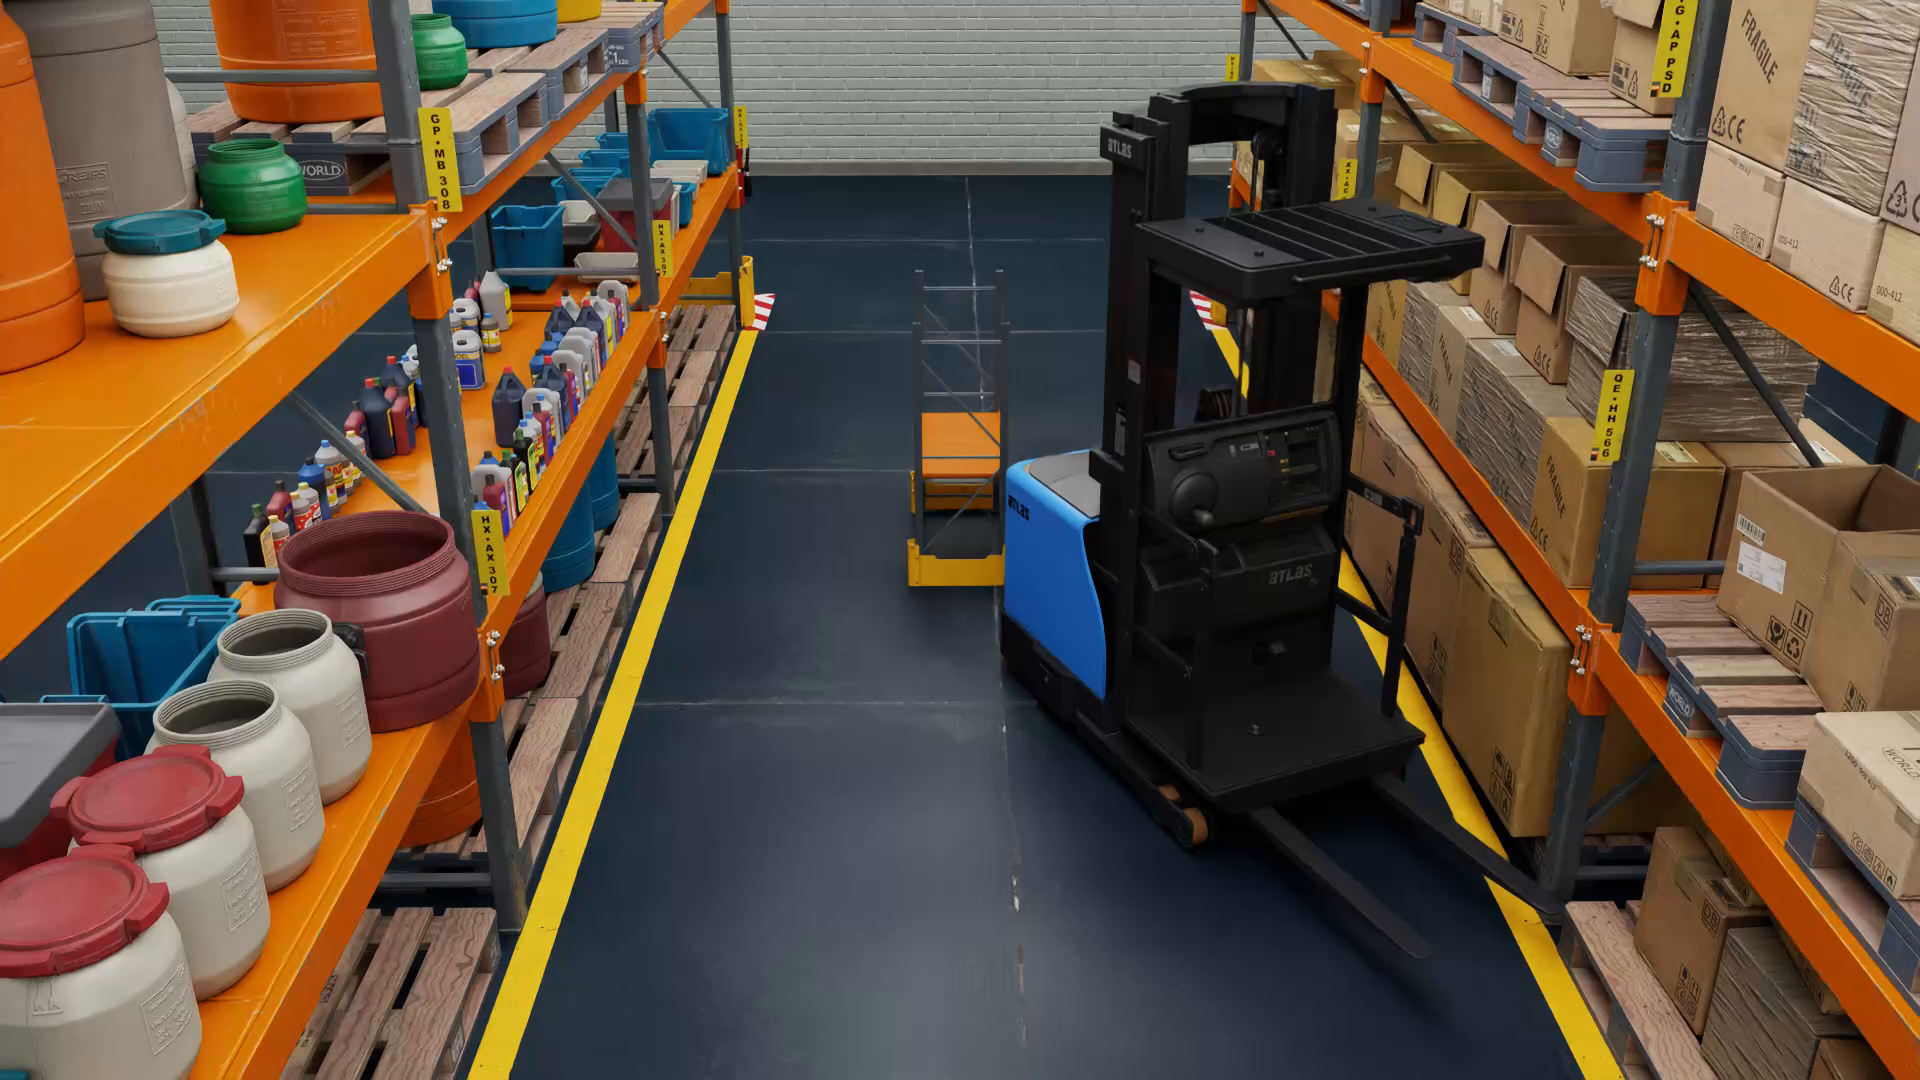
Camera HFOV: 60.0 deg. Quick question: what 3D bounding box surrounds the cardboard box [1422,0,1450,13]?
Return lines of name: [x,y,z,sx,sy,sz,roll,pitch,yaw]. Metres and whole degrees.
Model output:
cardboard box: [2.736,-2.909,8.270,0.700,0.500,0.500,0,24,1]

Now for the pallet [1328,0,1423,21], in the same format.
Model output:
pallet: [2.721,-3.207,9.670,1.003,0.211,1.213,0,24,-1]

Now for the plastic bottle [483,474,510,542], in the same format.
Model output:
plastic bottle: [-1.829,-0.136,6.552,0.061,0.283,0.133,0,24,-1]

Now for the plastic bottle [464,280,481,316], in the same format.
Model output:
plastic bottle: [-2.654,-1.261,9.039,0.061,0.283,0.133,0,24,-1]

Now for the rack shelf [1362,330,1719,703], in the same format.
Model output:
rack shelf: [2.742,-0.392,7.850,1.077,0.370,4.000,0,24,-1]

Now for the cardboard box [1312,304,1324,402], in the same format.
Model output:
cardboard box: [2.783,-1.410,11.297,0.875,0.875,0.875,0,24,-1]

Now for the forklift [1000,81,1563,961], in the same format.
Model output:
forklift: [1.290,-0.263,6.774,1.130,2.935,3.031,-11,27,-23]

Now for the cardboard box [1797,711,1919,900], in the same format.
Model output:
cardboard box: [2.552,0.673,4.295,0.500,0.250,0.500,-1,24,-2]

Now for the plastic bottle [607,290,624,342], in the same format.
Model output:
plastic bottle: [-1.857,-1.213,8.933,0.061,0.283,0.133,0,24,-1]

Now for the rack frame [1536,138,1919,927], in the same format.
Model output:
rack frame: [2.763,0.104,5.880,1.000,3.000,0.127,0,24,-1]

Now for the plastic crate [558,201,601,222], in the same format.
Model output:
plastic crate: [-2.552,-2.145,11.100,0.293,0.136,0.466,0,24,-1]

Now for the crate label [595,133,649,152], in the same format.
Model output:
crate label: [-2.603,-3.018,12.913,0.416,0.233,0.303,0,24,-1]

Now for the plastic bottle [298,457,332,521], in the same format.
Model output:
plastic bottle: [-2.608,-0.203,6.714,0.097,0.271,0.097,0,24,0]

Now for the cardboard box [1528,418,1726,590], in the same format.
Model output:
cardboard box: [2.510,-0.144,6.306,0.500,0.500,0.500,0,24,1]

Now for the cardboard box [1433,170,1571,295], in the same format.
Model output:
cardboard box: [2.731,-1.501,8.089,0.797,0.503,0.637,0,24,0]

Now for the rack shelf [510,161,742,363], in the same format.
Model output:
rack shelf: [-2.255,-2.018,11.445,1.077,0.370,4.000,0,24,-1]

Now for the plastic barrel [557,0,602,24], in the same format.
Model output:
plastic barrel: [-2.020,-2.790,7.902,0.600,0.588,0.600,0,24,0]

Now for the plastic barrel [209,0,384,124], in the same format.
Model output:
plastic barrel: [-2.192,-1.861,5.554,0.600,0.830,0.708,0,24,-1]

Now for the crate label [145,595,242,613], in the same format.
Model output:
crate label: [-2.559,0.378,5.477,0.303,0.233,0.416,0,24,-1]

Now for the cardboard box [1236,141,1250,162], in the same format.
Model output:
cardboard box: [2.411,-3.060,12.698,0.500,0.250,0.500,-1,24,-2]

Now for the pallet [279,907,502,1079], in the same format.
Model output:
pallet: [-2.220,1.716,5.699,1.003,0.211,1.213,0,24,-1]

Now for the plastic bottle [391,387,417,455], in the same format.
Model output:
plastic bottle: [-2.491,-0.533,7.430,0.061,0.283,0.133,0,24,-1]

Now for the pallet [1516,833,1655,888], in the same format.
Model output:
pallet: [2.830,1.050,7.173,1.003,0.211,1.213,0,24,-1]

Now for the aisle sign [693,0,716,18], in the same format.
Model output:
aisle sign: [-1.984,-4.385,12.652,0.394,0.787,0.004,0,24,-1]

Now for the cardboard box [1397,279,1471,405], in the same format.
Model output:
cardboard box: [2.486,-0.986,8.168,0.500,0.500,0.500,-1,24,-2]

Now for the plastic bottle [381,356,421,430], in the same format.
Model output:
plastic bottle: [-2.596,-0.684,7.681,0.144,0.351,0.185,0,24,-1]

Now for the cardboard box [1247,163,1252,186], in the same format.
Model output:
cardboard box: [2.357,-2.719,12.426,0.380,0.149,0.250,-1,24,-2]

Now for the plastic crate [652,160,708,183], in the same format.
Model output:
plastic crate: [-2.087,-2.742,12.420,0.396,0.136,0.243,0,24,-1]

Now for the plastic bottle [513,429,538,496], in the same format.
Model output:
plastic bottle: [-1.834,-0.341,7.006,0.061,0.283,0.133,0,24,-1]

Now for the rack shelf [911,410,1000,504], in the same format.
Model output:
rack shelf: [0.001,-0.484,9.437,0.538,0.185,1.000,0,24,-1]

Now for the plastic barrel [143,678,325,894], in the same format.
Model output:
plastic barrel: [-1.960,0.672,4.488,0.421,0.512,0.421,0,24,0]

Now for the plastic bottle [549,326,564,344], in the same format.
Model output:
plastic bottle: [-2.020,-0.936,8.335,0.097,0.271,0.097,0,24,0]

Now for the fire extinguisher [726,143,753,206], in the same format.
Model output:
fire extinguisher: [-1.824,-3.029,13.354,0.296,0.674,0.183,0,24,-1]

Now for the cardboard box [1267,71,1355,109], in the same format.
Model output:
cardboard box: [2.429,-2.983,11.616,0.500,0.500,0.500,-1,24,-2]

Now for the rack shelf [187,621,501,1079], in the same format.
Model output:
rack shelf: [-2.167,1.278,4.156,1.077,0.370,4.000,0,24,-1]

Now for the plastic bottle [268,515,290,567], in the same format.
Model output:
plastic bottle: [-2.603,0.005,6.341,0.097,0.201,0.097,0,24,0]

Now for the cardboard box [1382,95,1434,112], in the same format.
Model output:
cardboard box: [2.962,-2.569,10.701,0.500,0.500,0.500,-1,24,-2]

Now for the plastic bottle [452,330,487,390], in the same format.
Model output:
plastic bottle: [-2.447,-0.892,8.233,0.152,0.276,0.135,0,24,-1]

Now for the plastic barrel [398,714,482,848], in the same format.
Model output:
plastic barrel: [-2.212,0.722,6.637,0.600,0.830,0.708,0,24,-1]

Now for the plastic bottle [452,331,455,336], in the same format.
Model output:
plastic bottle: [-2.630,-1.000,8.562,0.097,0.201,0.097,0,24,0]

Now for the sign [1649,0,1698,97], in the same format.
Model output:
sign: [2.208,-1.535,5.140,0.100,0.325,0.005,0,24,-1]

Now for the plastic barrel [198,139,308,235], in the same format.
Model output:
plastic barrel: [-2.135,-1.068,5.020,0.294,0.245,0.294,0,24,0]

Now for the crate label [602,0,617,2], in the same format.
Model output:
crate label: [-1.949,-2.971,9.360,0.293,0.136,0.466,0,24,-1]

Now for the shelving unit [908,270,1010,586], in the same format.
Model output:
shelving unit: [0.001,-0.652,9.371,0.587,1.500,1.083,0,24,-1]

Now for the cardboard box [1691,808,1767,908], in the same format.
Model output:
cardboard box: [2.801,0.977,5.539,0.500,0.250,0.500,1,24,2]

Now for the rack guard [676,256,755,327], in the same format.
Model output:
rack guard: [-2.290,-2.041,13.656,1.175,0.500,0.348,0,24,-1]

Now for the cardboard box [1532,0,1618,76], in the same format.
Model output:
cardboard box: [2.587,-2.106,6.495,0.500,0.500,0.500,1,24,2]

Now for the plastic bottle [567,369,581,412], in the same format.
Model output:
plastic bottle: [-1.863,-0.713,7.928,0.097,0.201,0.097,0,24,0]

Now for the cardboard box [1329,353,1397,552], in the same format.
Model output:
cardboard box: [2.747,-0.504,9.292,1.225,0.875,0.875,0,24,0]

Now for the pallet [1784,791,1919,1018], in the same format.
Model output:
pallet: [2.826,1.007,4.116,1.003,0.211,1.213,0,24,-1]

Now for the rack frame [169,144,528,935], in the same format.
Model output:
rack frame: [-2.189,0.126,5.830,1.000,3.000,0.127,0,24,-1]

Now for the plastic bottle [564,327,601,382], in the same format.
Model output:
plastic bottle: [-1.896,-0.946,8.352,0.152,0.276,0.135,0,24,-1]

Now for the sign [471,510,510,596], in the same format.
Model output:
sign: [-1.639,0.047,5.809,0.100,0.325,0.005,0,24,-1]

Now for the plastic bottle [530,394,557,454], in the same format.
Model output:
plastic bottle: [-1.857,-0.518,7.412,0.097,0.271,0.097,0,24,0]

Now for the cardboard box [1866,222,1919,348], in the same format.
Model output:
cardboard box: [2.534,-0.576,3.926,0.500,0.250,0.500,0,24,1]

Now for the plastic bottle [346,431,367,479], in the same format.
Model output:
plastic bottle: [-2.613,-0.371,7.172,0.097,0.201,0.097,0,24,0]

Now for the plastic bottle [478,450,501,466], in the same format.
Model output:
plastic bottle: [-1.911,-0.233,6.781,0.097,0.271,0.097,0,24,0]
